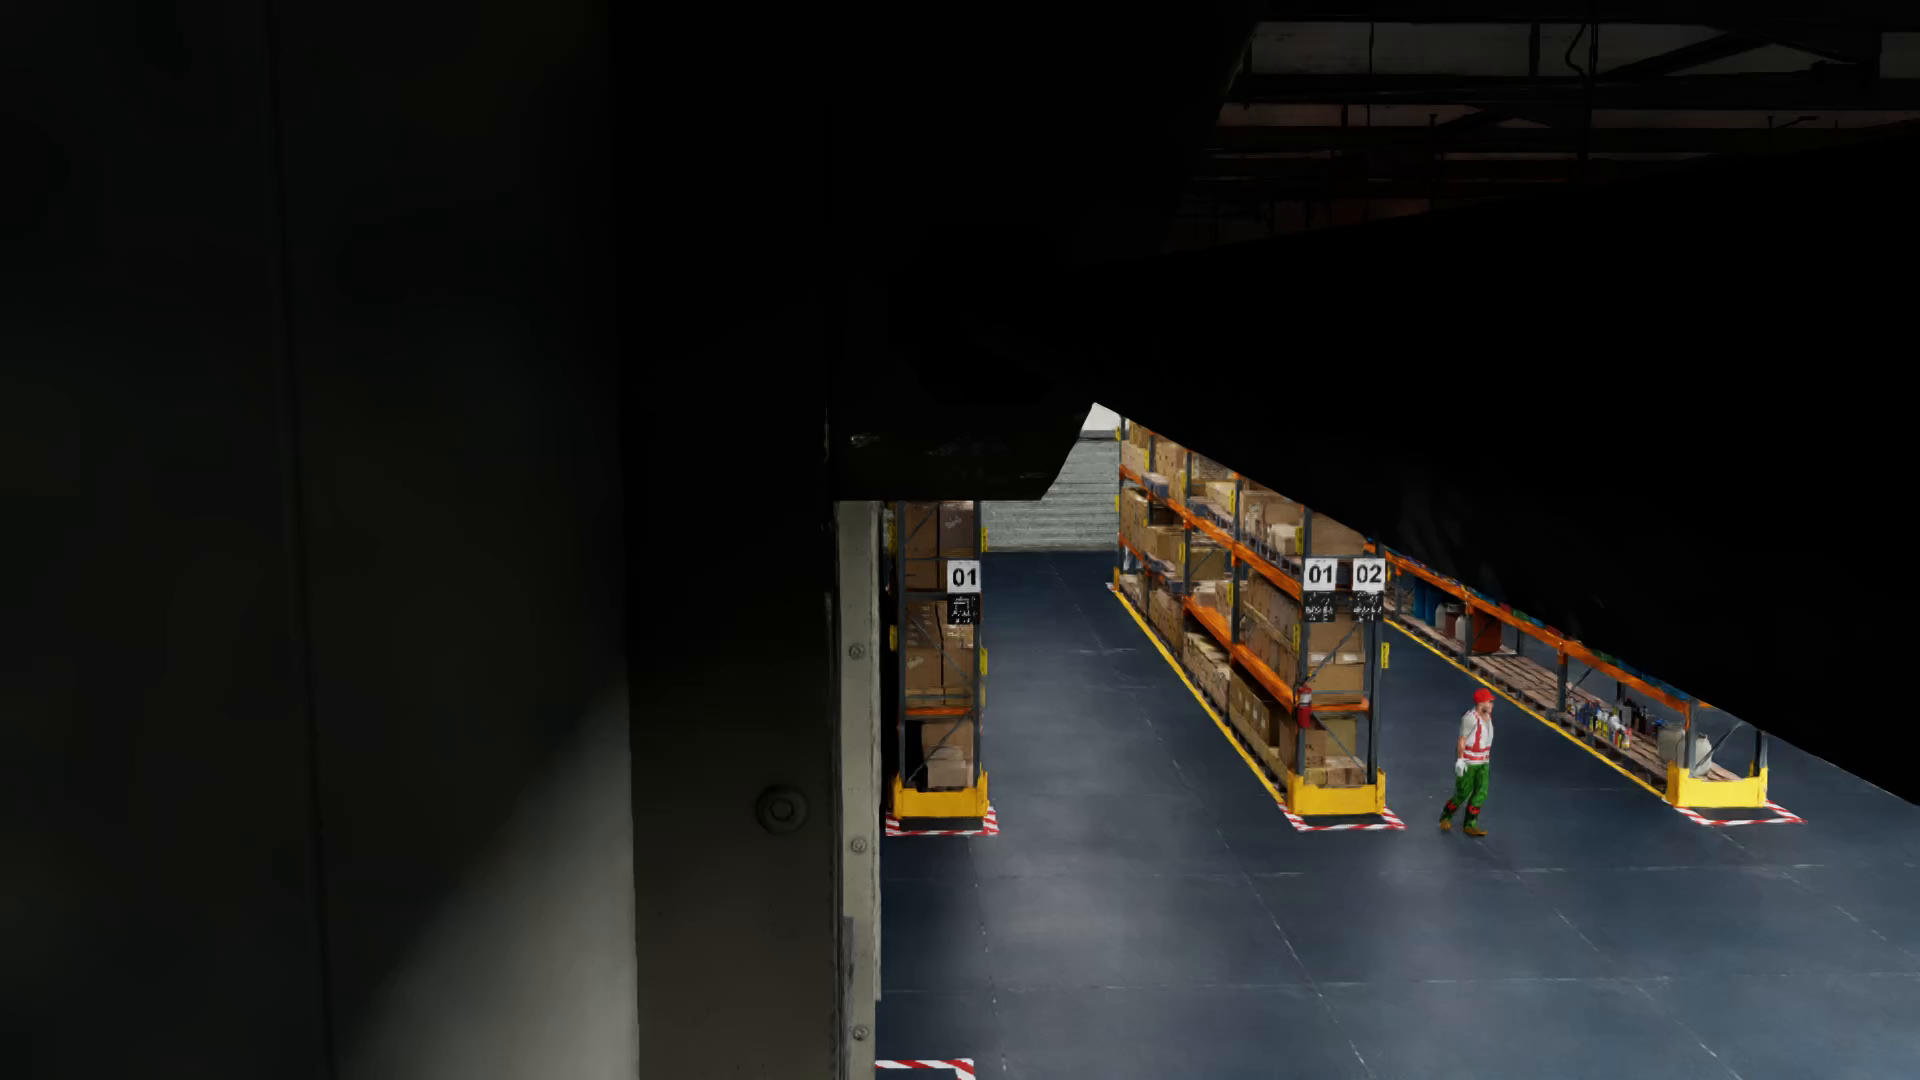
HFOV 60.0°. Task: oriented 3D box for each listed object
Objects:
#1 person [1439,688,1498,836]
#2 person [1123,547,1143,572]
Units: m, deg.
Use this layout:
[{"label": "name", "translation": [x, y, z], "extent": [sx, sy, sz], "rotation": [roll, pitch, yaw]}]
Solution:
[{"label": "person", "translation": [6.051, 2.620, 19.802], "extent": [0.583, 1.776, 0.575], "rotation": [-6, 10, -37]}, {"label": "person", "translation": [3.974, 0.024, 37.624], "extent": [0.531, 1.785, 0.710], "rotation": [6, 10, 34]}]
